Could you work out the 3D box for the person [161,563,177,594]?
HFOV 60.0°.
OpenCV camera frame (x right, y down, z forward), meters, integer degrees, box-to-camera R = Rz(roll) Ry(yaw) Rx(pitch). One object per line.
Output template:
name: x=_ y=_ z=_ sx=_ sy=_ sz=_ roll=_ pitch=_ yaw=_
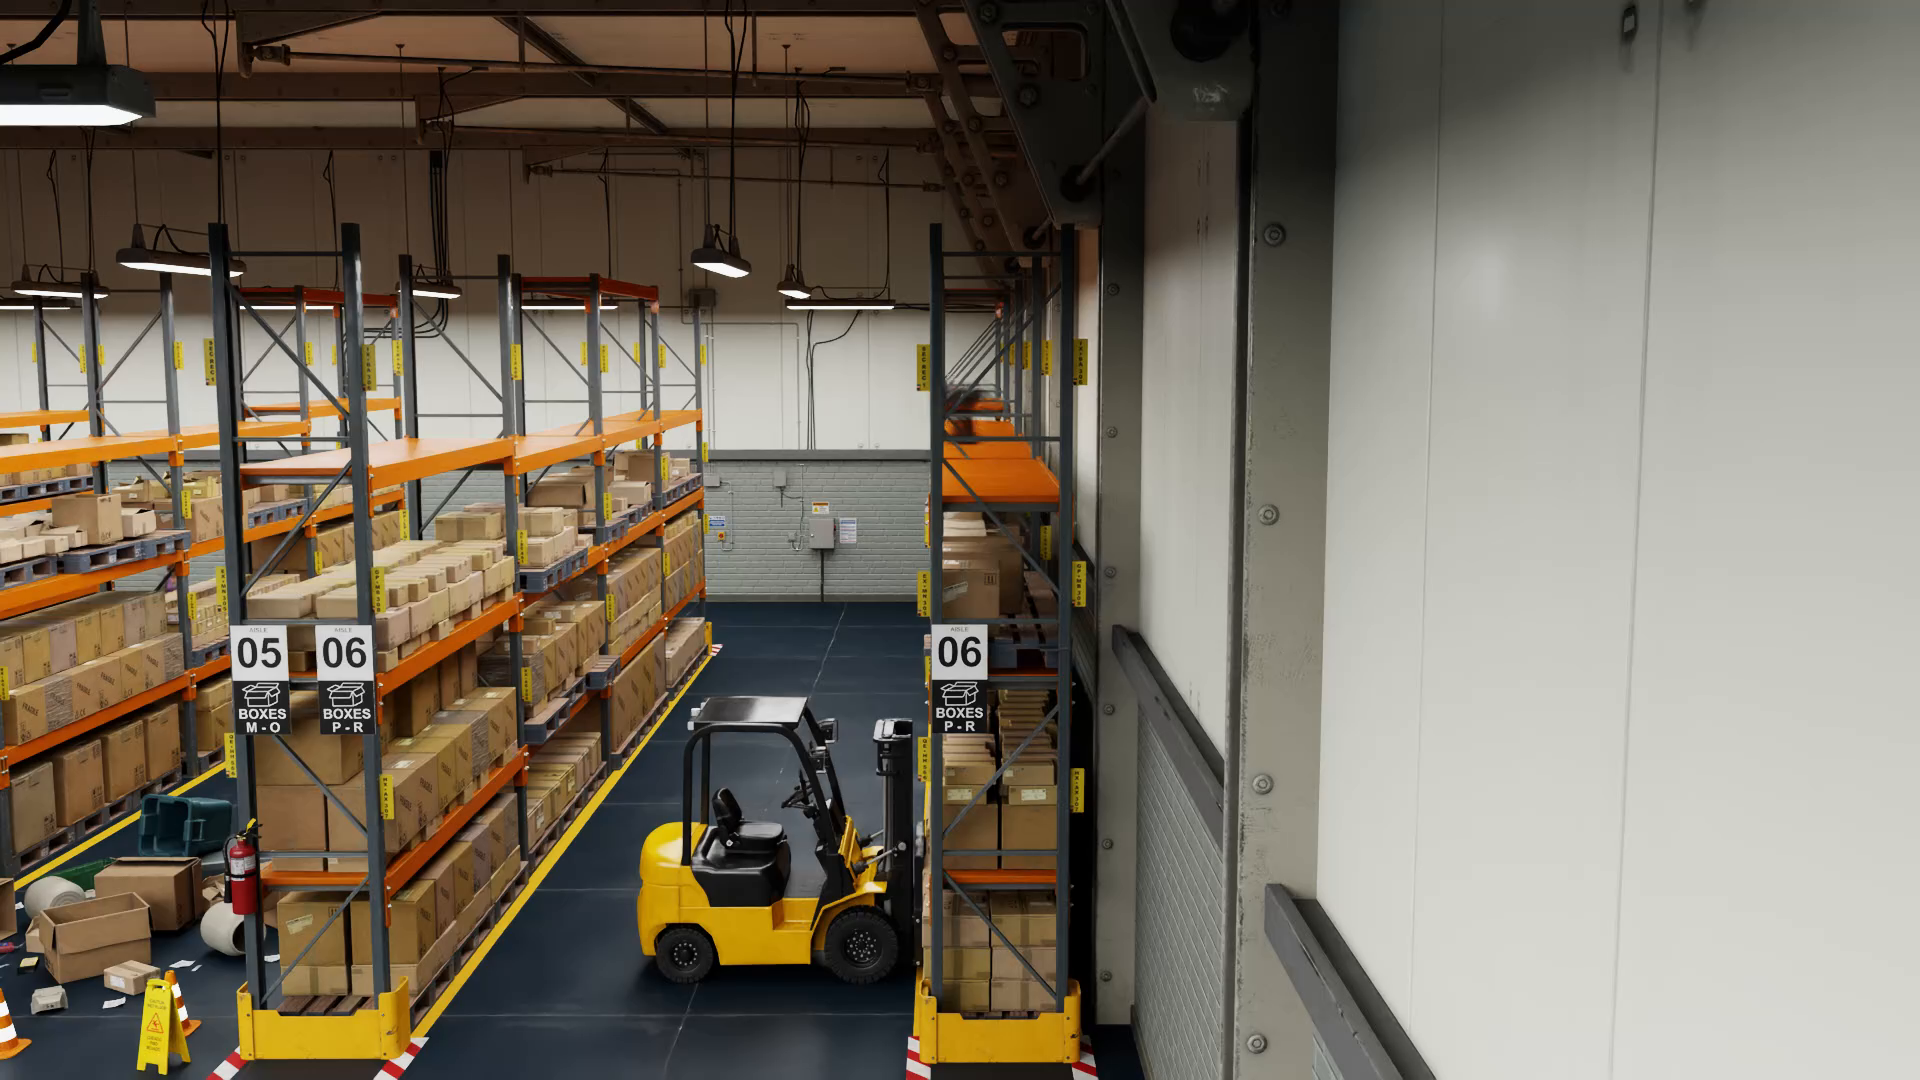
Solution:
person: x=-13.253 y=1.103 z=28.166 sx=0.490 sy=1.517 sz=0.980 roll=-2 pitch=7 yaw=-15
